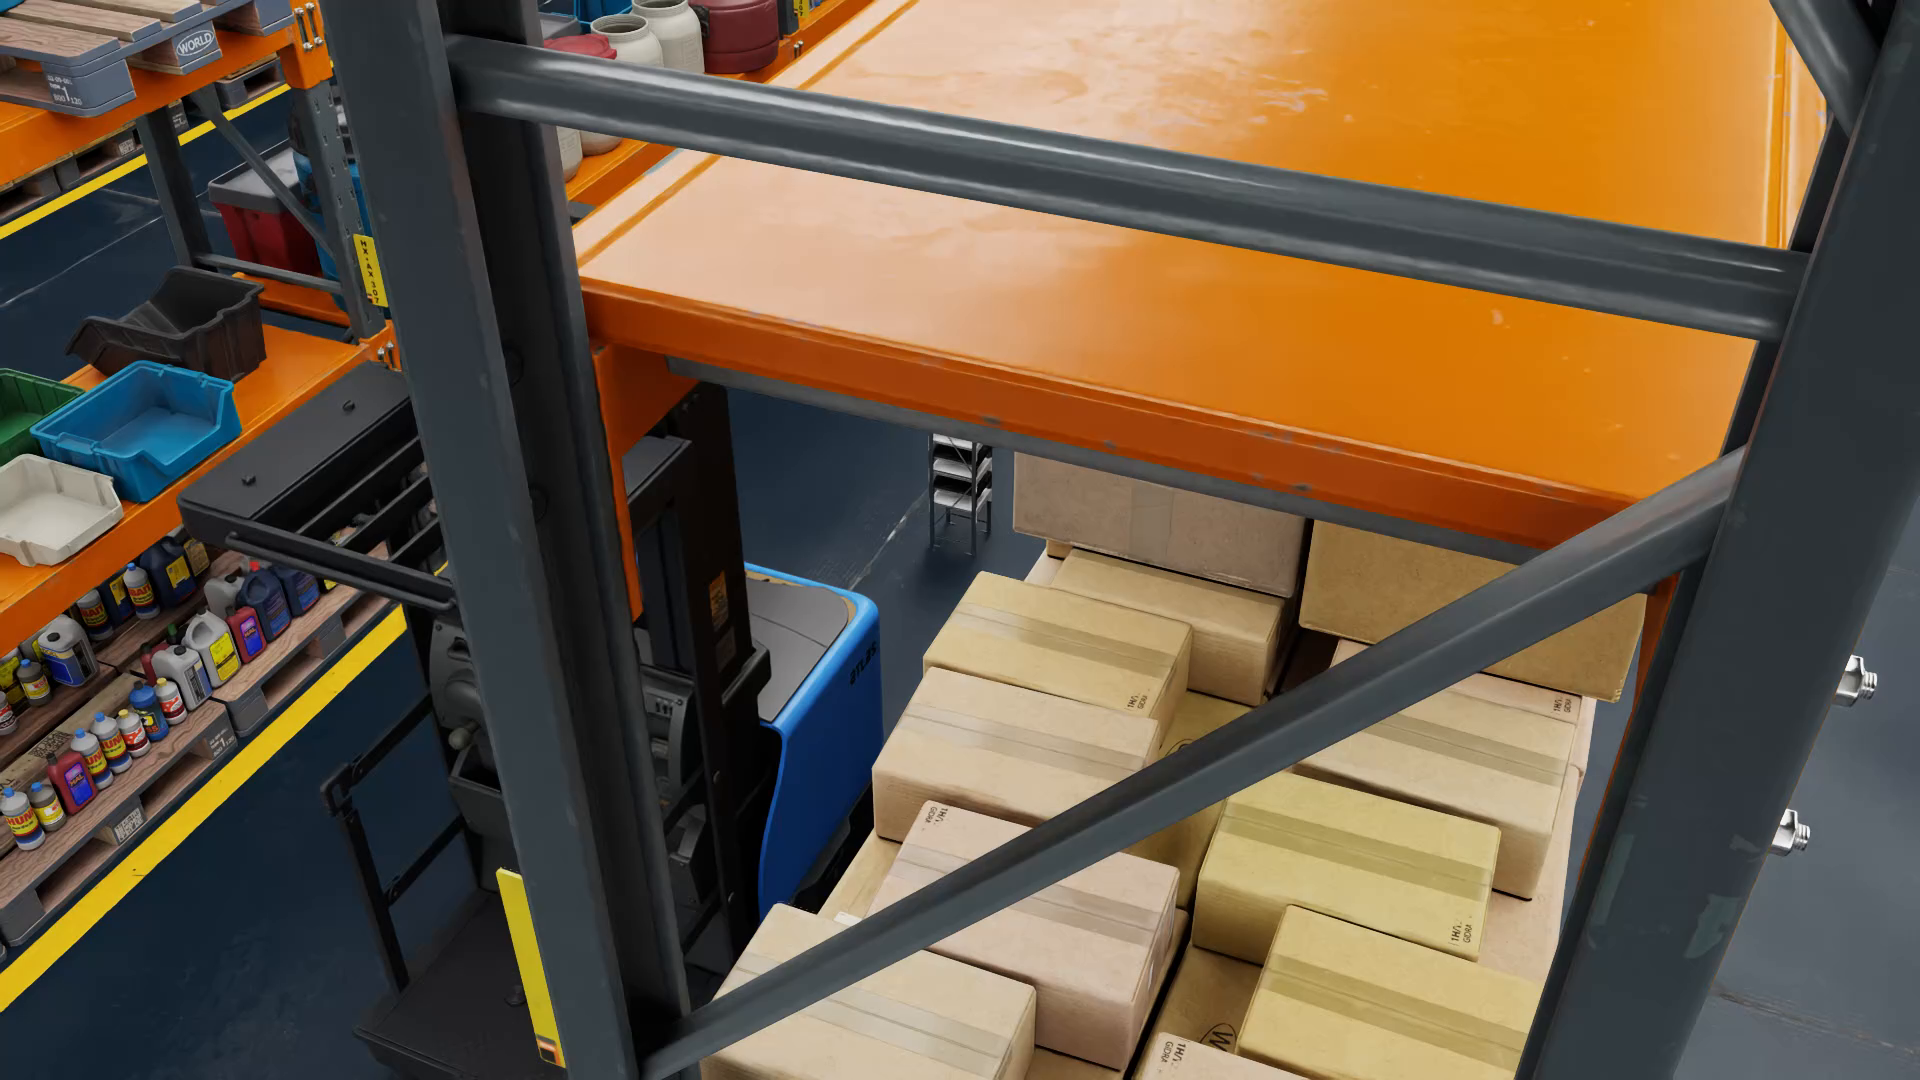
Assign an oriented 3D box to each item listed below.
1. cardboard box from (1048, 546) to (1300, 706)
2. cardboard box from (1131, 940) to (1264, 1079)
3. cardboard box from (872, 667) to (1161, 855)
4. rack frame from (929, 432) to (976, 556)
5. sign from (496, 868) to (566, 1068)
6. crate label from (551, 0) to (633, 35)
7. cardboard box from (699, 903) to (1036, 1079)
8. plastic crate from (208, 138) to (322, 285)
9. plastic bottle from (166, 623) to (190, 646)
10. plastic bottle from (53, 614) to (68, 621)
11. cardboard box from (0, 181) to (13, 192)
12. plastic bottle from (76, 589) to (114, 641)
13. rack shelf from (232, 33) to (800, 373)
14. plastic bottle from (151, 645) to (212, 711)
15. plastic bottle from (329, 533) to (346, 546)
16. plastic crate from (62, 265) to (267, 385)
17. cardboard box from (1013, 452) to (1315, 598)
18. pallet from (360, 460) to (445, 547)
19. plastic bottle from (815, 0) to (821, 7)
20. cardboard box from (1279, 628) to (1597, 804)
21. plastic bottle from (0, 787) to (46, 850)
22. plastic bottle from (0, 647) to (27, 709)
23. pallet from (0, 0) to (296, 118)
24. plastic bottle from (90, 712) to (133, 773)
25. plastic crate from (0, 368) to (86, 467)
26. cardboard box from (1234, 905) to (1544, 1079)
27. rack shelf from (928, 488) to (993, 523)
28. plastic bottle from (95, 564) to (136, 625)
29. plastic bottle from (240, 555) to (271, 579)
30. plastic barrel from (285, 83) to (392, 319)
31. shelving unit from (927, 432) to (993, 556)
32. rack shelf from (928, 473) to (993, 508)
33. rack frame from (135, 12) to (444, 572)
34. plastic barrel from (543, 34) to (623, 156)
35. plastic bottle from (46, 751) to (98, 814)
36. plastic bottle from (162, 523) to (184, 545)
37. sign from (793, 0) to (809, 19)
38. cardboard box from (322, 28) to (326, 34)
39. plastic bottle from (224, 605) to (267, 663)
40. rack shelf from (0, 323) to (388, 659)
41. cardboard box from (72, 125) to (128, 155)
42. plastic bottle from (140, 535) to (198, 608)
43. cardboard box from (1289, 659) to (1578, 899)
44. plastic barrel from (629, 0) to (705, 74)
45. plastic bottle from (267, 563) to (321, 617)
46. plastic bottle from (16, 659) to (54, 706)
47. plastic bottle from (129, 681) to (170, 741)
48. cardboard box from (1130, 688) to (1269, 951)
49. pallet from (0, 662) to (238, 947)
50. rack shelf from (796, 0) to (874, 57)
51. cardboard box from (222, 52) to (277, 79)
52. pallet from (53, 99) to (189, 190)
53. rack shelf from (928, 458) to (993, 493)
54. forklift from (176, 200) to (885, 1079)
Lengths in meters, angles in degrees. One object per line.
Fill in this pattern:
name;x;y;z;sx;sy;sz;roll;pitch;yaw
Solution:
cardboard box;0.371;0.111;2.883;0.380;0.149;0.250;14;39;18
cardboard box;0.483;0.835;2.248;0.500;0.250;0.500;15;39;19
cardboard box;0.088;0.364;2.544;0.380;0.149;0.250;12;38;16
rack frame;-0.036;-0.309;7.911;0.240;0.900;0.006;14;39;18
sign;-0.445;0.490;1.844;0.100;0.325;0.005;14;39;18
crate label;-2.104;-2.899;9.594;0.502;0.435;0.616;14;39;18
cardboard box;-0.122;0.658;2.151;0.380;0.149;0.250;14;39;18
plastic crate;-3.096;-1.523;7.728;0.402;0.464;0.583;14;39;18
plastic bottle;-3.277;0.451;7.043;0.061;0.283;0.133;14;39;18
plastic bottle;-3.890;0.394;7.188;0.097;0.201;0.097;0;37;0
cardboard box;-6.610;-2.375;10.868;0.500;0.250;0.500;15;39;19
plastic bottle;-3.782;0.304;7.249;0.097;0.271;0.097;0;37;0
rack shelf;-2.237;-1.978;8.992;1.077;0.370;4.000;14;39;18
plastic bottle;-3.238;0.552;6.914;0.152;0.276;0.135;15;39;19
plastic bottle;-2.848;0.057;7.638;0.097;0.201;0.097;0;37;0
plastic crate;-3.315;-0.873;6.965;0.767;0.338;0.504;14;39;18
cardboard box;0.416;-0.293;2.881;0.500;0.500;0.500;14;39;18
pallet;-2.735;-0.486;8.724;1.003;0.211;1.213;14;39;18
plastic bottle;-0.943;-3.546;10.596;0.097;0.271;0.097;0;37;0
cardboard box;0.866;0.274;2.998;0.500;0.250;0.500;14;39;18
plastic bottle;-3.542;1.039;6.266;0.097;0.271;0.097;0;37;0
plastic bottle;-3.993;0.521;6.893;0.144;0.351;0.185;15;39;20
pallet;-3.182;-1.863;5.890;1.213;0.211;1.003;14;39;18
plastic bottle;-3.373;0.794;6.594;0.097;0.271;0.097;0;37;0
plastic crate;-3.775;-0.387;6.439;0.450;0.188;0.662;14;39;18
cardboard box;0.567;0.661;2.146;0.380;0.149;0.250;15;39;19
rack shelf;0.003;-0.194;8.114;0.258;0.077;0.200;14;39;18
plastic bottle;-3.760;0.183;7.345;0.144;0.351;0.185;12;38;16
plastic bottle;-3.110;0.115;7.436;0.144;0.351;0.185;14;39;18
plastic barrel;-2.571;-1.505;7.339;0.600;0.901;0.708;14;39;18
shelving unit;0.003;-0.365;7.987;0.258;0.900;0.210;14;39;18
rack shelf;0.003;-0.266;8.060;0.258;0.077;0.200;14;39;18
rack frame;-2.998;-1.159;7.295;1.000;3.000;0.127;14;39;18
plastic barrel;-1.987;-2.339;8.760;0.433;0.535;0.433;0;37;0
plastic bottle;-3.439;0.913;6.424;0.061;0.283;0.133;14;39;18
plastic bottle;-3.622;0.017;7.629;0.152;0.276;0.135;15;39;19
sign;-0.964;-3.318;10.047;0.100;0.325;0.005;14;39;18
cardboard box;-5.228;-4.434;13.397;0.500;0.500;0.500;13;39;17
plastic bottle;-3.073;0.381;7.136;0.061;0.283;0.133;16;40;21
rack shelf;-3.759;0.236;6.029;1.077;0.370;4.000;14;39;18
cardboard box;-6.223;-2.938;11.621;0.500;0.250;0.500;13;39;17
plastic bottle;-3.555;0.111;7.441;0.144;0.351;0.185;14;39;18
cardboard box;0.719;0.359;2.551;0.380;0.149;0.250;15;39;20
plastic barrel;-1.670;-2.800;9.398;0.421;0.512;0.421;0;37;0
plastic bottle;-2.976;0.148;7.392;0.144;0.351;0.185;13;39;17
plastic bottle;-3.865;0.584;6.933;0.097;0.201;0.097;0;37;0
plastic bottle;-3.296;0.682;6.744;0.097;0.271;0.097;0;37;0
cardboard box;0.197;0.440;2.775;0.500;0.250;0.500;14;39;18
pallet;-3.755;0.998;6.739;1.003;0.211;1.213;14;39;18
rack shelf;-0.715;-4.193;11.955;1.077;0.370;4.000;14;39;18
cardboard box;-5.618;-3.866;12.637;0.500;0.500;0.500;15;39;20
pallet;-6.404;-2.940;12.008;1.003;0.211;1.213;14;39;18
rack shelf;0.003;-0.338;8.007;0.258;0.077;0.200;14;39;18
forklift;-1.334;0.597;5.004;1.130;2.935;3.031;15;39;19
